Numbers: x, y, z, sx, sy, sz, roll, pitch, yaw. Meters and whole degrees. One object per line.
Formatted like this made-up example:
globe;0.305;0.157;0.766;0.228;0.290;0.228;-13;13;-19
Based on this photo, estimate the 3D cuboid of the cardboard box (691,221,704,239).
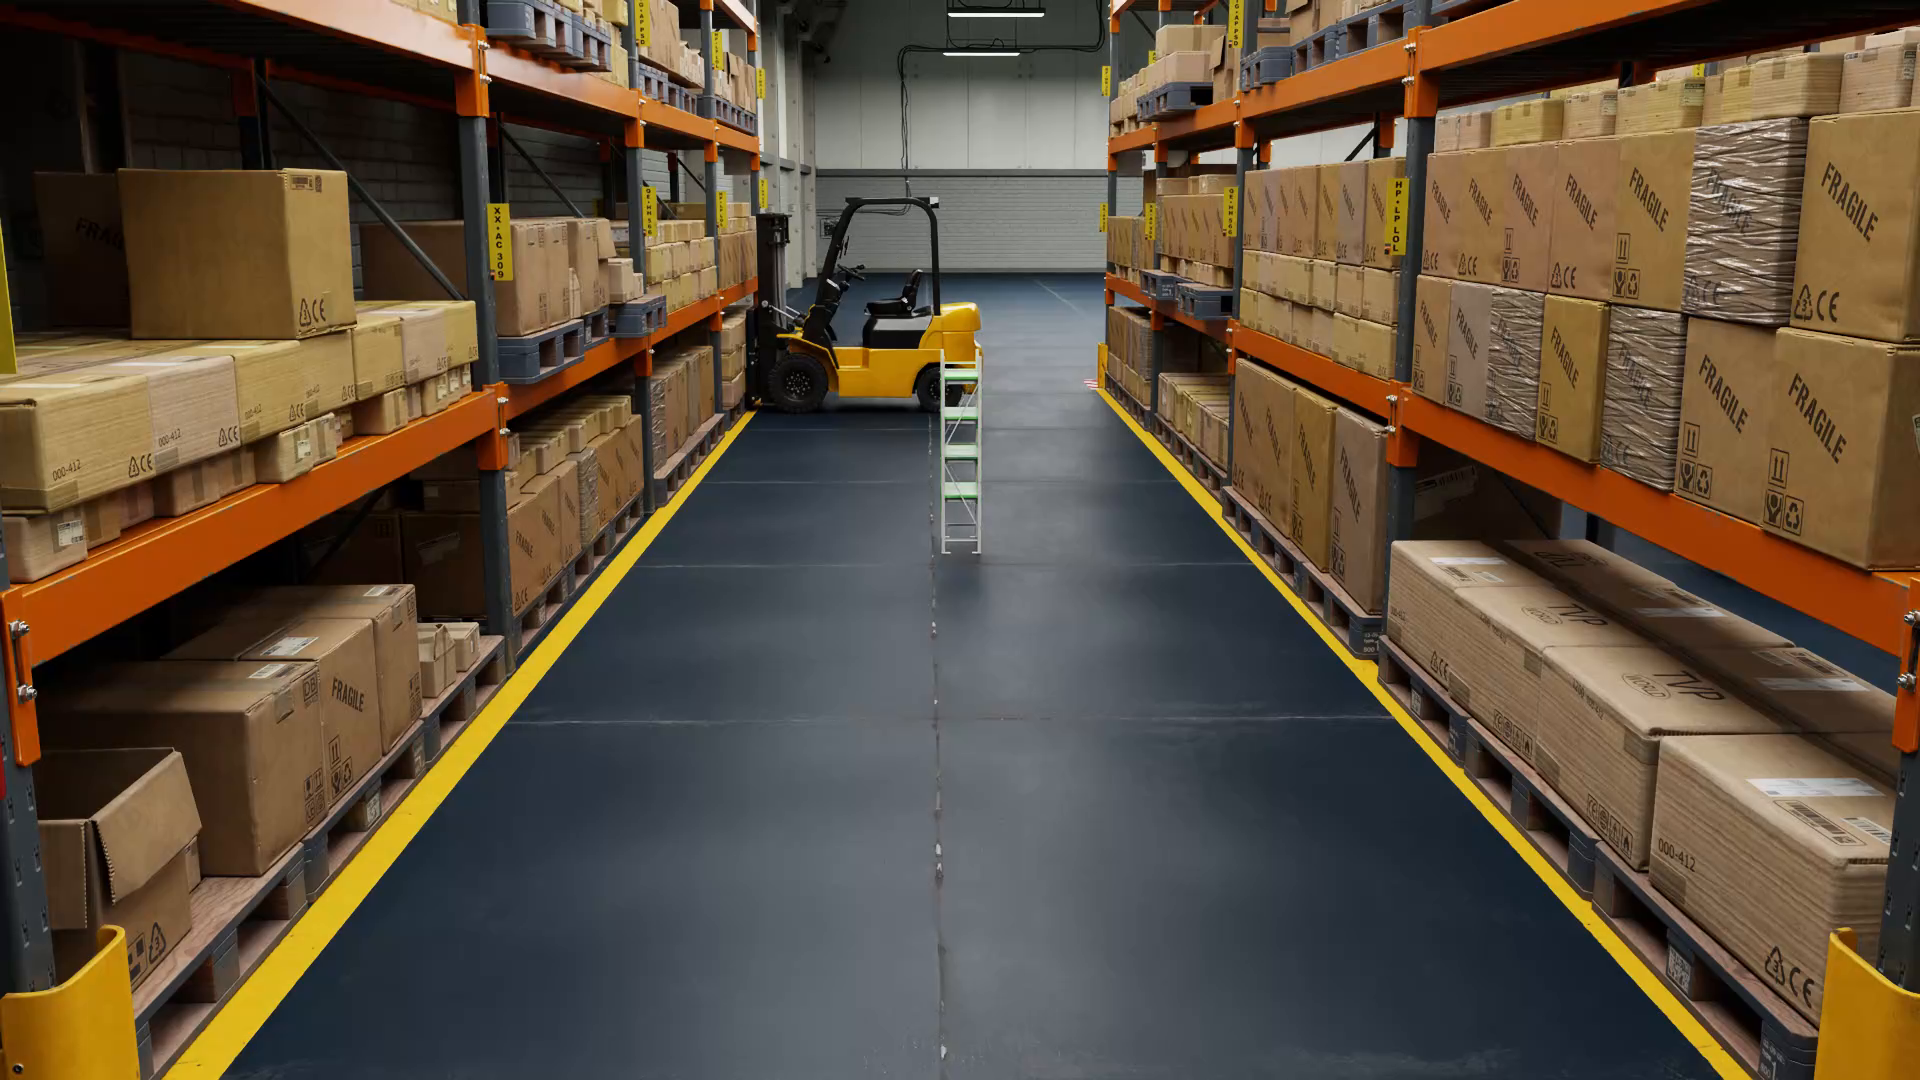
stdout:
cardboard box;-2.348;-2.592;13.910;0.380;0.149;0.250;-1;11;-3

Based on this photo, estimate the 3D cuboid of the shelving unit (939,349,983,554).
shelving unit;0.003;-0.555;10.278;0.258;1.200;0.503;0;11;-1

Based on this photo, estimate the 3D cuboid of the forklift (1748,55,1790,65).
forklift;5.077;-1.467;10.418;1.130;2.935;3.031;1;12;6

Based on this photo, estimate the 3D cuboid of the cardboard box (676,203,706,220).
cardboard box;-2.401;-3.022;15.278;0.380;0.149;0.250;0;11;0

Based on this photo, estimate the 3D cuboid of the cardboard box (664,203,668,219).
cardboard box;-2.983;-3.122;15.772;0.380;0.149;0.250;0;11;-2

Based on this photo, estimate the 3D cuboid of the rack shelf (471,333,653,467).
rack shelf;-2.567;-0.899;9.256;1.077;0.370;4.000;0;11;-1

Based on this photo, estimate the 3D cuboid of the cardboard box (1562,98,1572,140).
cardboard box;2.260;-1.415;5.590;0.380;0.149;0.250;0;11;-1

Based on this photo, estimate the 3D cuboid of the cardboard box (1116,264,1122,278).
cardboard box;1.892;-2.915;18.017;0.380;0.149;0.250;0;11;0

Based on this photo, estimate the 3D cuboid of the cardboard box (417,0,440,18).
cardboard box;-2.221;-2.082;6.365;0.380;0.149;0.250;0;11;-1

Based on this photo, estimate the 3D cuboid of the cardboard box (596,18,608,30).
cardboard box;-2.375;-3.120;10.224;0.380;0.149;0.250;-1;11;-2

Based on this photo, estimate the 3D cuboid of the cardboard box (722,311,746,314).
cardboard box;-2.416;-2.296;17.676;0.500;0.250;0.500;0;11;0

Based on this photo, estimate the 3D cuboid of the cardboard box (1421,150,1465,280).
cardboard box;2.204;-1.319;6.748;0.500;0.500;0.500;0;11;-1

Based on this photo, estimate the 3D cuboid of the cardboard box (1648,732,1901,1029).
cardboard box;2.406;0.839;4.267;0.875;0.438;0.875;-1;11;-3

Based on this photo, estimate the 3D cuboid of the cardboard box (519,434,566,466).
cardboard box;-2.357;-0.484;9.002;0.380;0.149;0.250;0;11;1

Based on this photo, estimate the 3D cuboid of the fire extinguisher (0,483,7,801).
fire extinguisher;-1.978;0.189;3.216;0.296;0.674;0.183;0;11;-1

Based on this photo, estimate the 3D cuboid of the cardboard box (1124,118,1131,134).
cardboard box;1.901;-4.283;17.216;0.380;0.149;0.250;0;11;-1

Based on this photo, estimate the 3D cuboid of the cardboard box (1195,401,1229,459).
cardboard box;2.329;-0.847;12.745;0.950;0.372;0.625;0;11;-2

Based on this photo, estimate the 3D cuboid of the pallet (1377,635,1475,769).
pallet;2.374;0.643;6.860;1.003;0.211;1.213;0;11;-1

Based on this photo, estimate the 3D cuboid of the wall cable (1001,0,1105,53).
wall cable;2.779;-15.798;49.466;3.097;2.526;0.112;0;11;-1

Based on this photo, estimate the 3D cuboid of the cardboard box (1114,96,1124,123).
cardboard box;1.933;-4.602;17.782;0.500;0.250;0.500;0;11;-2

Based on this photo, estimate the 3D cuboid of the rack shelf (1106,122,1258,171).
rack shelf;2.230;-3.981;16.901;1.077;0.370;4.000;0;11;-1

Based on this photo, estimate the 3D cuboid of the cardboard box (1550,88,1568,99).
cardboard box;6.889;-5.001;18.444;0.500;0.250;0.500;0;11;-1

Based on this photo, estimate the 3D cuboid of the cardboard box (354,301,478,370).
cardboard box;-2.272;-0.826;6.716;0.500;0.250;0.500;0;11;0

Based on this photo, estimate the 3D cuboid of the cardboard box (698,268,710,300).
cardboard box;-2.403;-2.172;14.097;0.500;0.250;0.500;0;11;-1

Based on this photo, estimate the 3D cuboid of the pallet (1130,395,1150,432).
pallet;2.222;-1.232;16.102;1.003;0.211;1.213;0;11;-1

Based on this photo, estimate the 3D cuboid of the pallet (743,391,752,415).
pallet;-2.694;-1.479;17.319;1.003;0.211;1.213;0;11;-1

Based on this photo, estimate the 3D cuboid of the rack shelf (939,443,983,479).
rack shelf;0.003;-0.492;10.290;0.258;0.148;0.480;0;11;-1

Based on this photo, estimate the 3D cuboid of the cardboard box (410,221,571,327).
cardboard box;-2.323;-1.309;8.159;0.700;0.500;0.500;0;11;-1

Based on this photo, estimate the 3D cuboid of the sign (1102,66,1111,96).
sign;1.646;-5.157;18.691;0.100;0.325;0.005;0;11;-1

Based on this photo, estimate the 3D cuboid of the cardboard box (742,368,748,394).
cardboard box;-2.422;-1.603;16.776;0.500;0.250;0.500;0;11;0

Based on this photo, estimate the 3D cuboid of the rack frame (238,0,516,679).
rack frame;-2.526;-0.854;7.225;1.000;3.000;0.127;0;11;-1

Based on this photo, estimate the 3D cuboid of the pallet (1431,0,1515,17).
pallet;2.443;-2.139;6.238;1.003;0.211;1.213;0;11;-1

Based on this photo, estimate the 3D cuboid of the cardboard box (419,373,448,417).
cardboard box;-2.210;-0.565;6.434;0.380;0.149;0.250;0;11;0

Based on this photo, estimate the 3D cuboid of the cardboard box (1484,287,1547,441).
cardboard box;2.195;-0.631;5.873;0.500;0.500;0.500;0;11;-1

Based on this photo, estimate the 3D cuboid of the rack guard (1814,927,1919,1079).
rack guard;2.520;1.150;3.635;1.175;0.500;0.348;0;11;-1

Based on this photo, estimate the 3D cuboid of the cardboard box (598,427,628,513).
cardboard box;-2.385;-0.447;10.450;0.500;0.500;0.500;0;11;-2

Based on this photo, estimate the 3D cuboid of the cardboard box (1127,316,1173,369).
cardboard box;1.967;-2.010;16.897;0.500;0.500;0.500;0;11;2

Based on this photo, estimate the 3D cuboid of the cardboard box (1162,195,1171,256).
cardboard box;2.005;-2.672;14.130;0.500;0.500;0.500;0;11;-1

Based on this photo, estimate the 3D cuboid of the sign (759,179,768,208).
sign;-2.231;-3.923;18.842;0.100;0.325;0.005;0;11;-1

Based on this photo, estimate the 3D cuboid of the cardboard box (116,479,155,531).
cardboard box;-2.268;-0.105;4.163;0.380;0.149;0.250;0;11;-2

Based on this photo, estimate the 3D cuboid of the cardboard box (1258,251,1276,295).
cardboard box;2.127;-1.637;10.206;0.500;0.250;0.500;0;11;0

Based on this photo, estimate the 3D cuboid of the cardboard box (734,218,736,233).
cardboard box;-2.433;-3.130;16.561;0.380;0.149;0.250;-1;11;-3

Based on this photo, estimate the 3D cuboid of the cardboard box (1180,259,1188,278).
cardboard box;1.966;-2.178;13.325;0.380;0.149;0.250;0;11;1

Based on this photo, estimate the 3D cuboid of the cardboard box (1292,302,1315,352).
cardboard box;2.159;-1.194;9.278;0.500;0.250;0.500;0;11;-1

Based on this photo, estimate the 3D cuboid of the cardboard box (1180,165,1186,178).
cardboard box;2.490;-3.340;15.965;0.700;0.500;0.500;0;11;-1

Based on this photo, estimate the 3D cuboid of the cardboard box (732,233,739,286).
cardboard box;-2.478;-2.787;16.500;0.500;0.500;0.500;0;11;-2

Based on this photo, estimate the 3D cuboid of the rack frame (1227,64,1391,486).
rack frame;2.354;-1.670;11.248;1.000;3.000;0.127;0;11;-1

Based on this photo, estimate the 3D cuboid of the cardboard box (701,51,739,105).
cardboard box;-2.626;-4.608;16.614;0.797;0.503;0.637;0;11;1

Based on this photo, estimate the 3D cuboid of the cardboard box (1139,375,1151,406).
cardboard box;1.990;-1.440;15.973;0.500;0.250;0.500;0;11;1

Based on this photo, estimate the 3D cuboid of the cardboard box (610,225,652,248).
cardboard box;-2.321;-2.081;11.388;0.380;0.149;0.250;0;11;1

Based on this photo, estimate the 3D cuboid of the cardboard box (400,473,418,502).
cardboard box;-2.833;-0.277;7.980;0.380;0.149;0.250;0;11;-1

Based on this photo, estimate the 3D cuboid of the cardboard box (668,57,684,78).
cardboard box;-2.349;-3.675;12.912;0.380;0.149;0.250;0;11;-2

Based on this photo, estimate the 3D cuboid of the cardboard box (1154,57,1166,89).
cardboard box;1.894;-3.849;13.765;0.500;0.250;0.500;0;11;-2

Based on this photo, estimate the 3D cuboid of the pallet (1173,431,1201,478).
pallet;2.317;-0.701;13.484;1.003;0.211;1.213;0;11;-1

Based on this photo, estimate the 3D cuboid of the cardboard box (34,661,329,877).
cardboard box;-2.340;0.668;4.952;0.700;0.500;0.500;0;11;1
